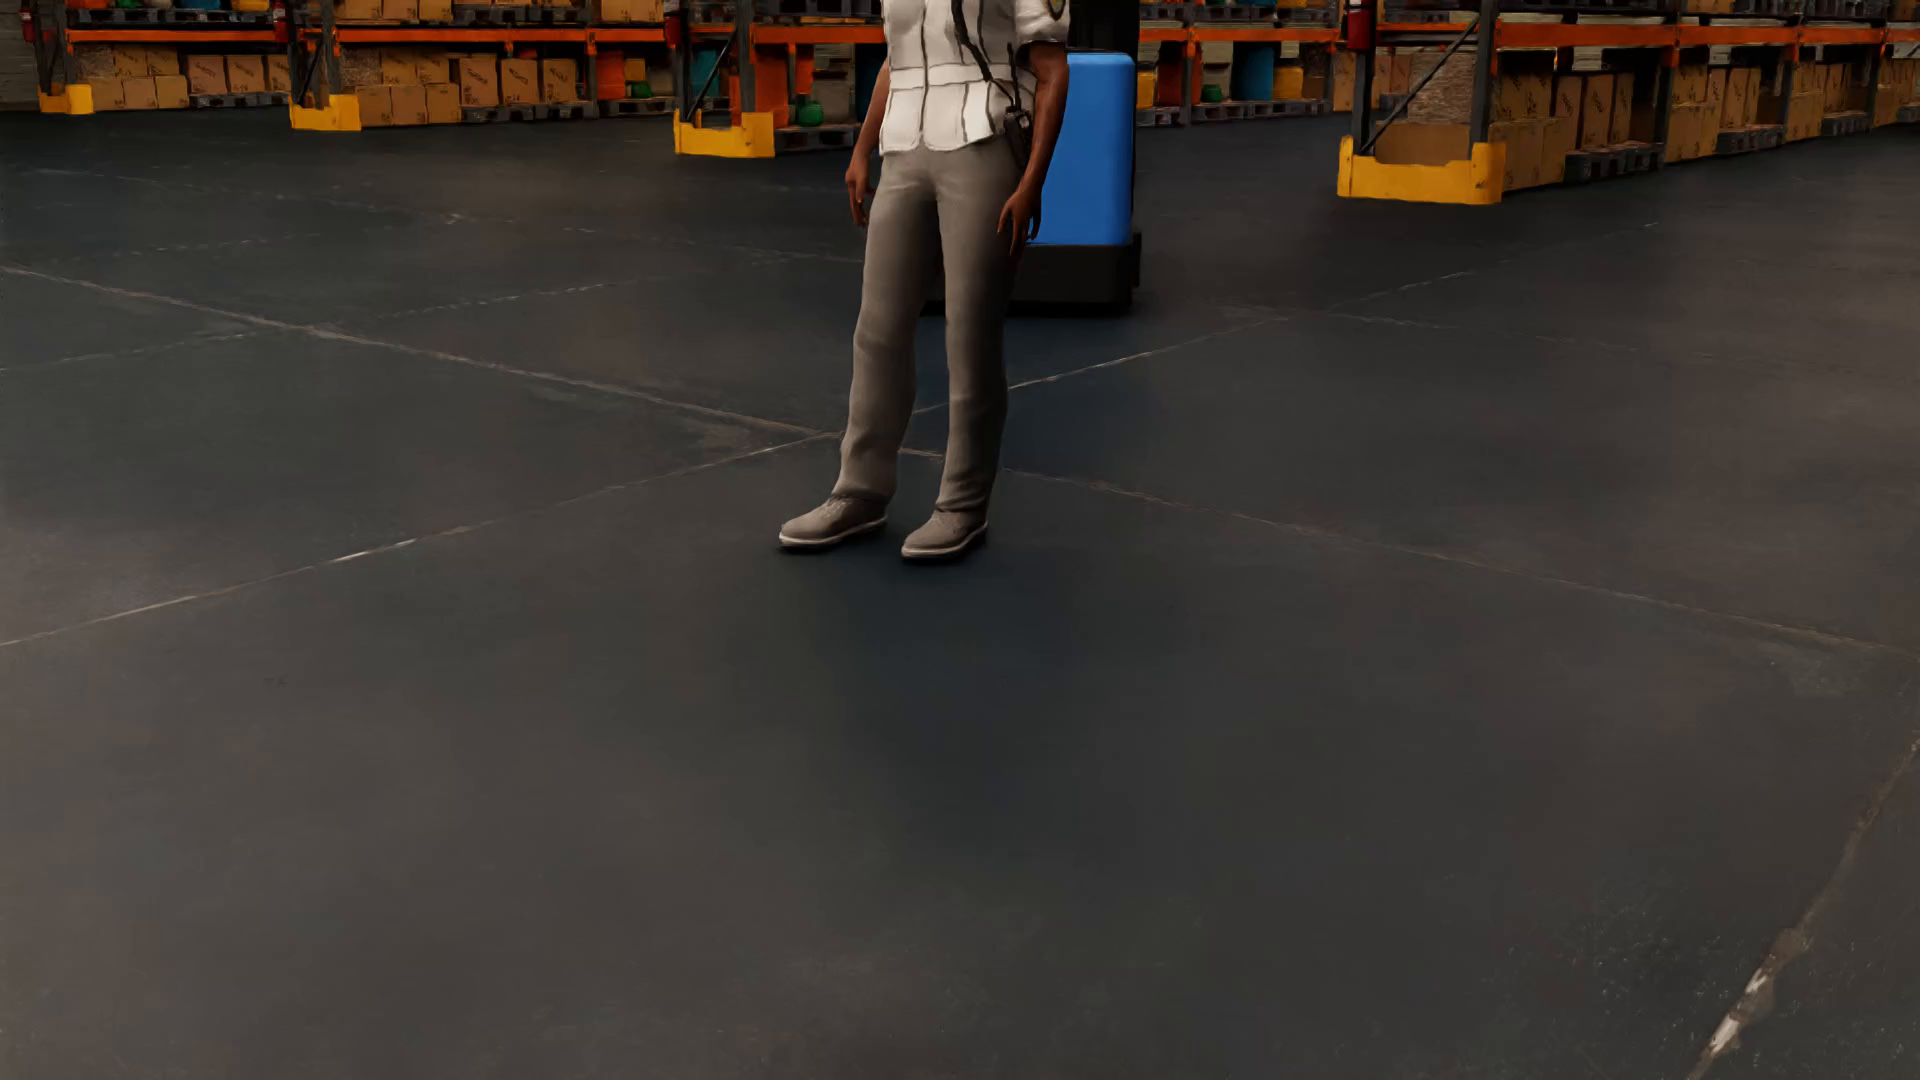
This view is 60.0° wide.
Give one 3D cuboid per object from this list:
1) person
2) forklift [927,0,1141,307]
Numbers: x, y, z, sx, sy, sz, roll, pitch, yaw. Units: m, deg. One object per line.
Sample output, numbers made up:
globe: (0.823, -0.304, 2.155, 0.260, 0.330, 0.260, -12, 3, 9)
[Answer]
person: (-0.063, -0.804, 3.650, 0.570, 1.693, 0.529, 13, 21, 37)
forklift: (0.325, -2.778, 8.048, 1.130, 2.935, 3.031, 1, 17, 5)
